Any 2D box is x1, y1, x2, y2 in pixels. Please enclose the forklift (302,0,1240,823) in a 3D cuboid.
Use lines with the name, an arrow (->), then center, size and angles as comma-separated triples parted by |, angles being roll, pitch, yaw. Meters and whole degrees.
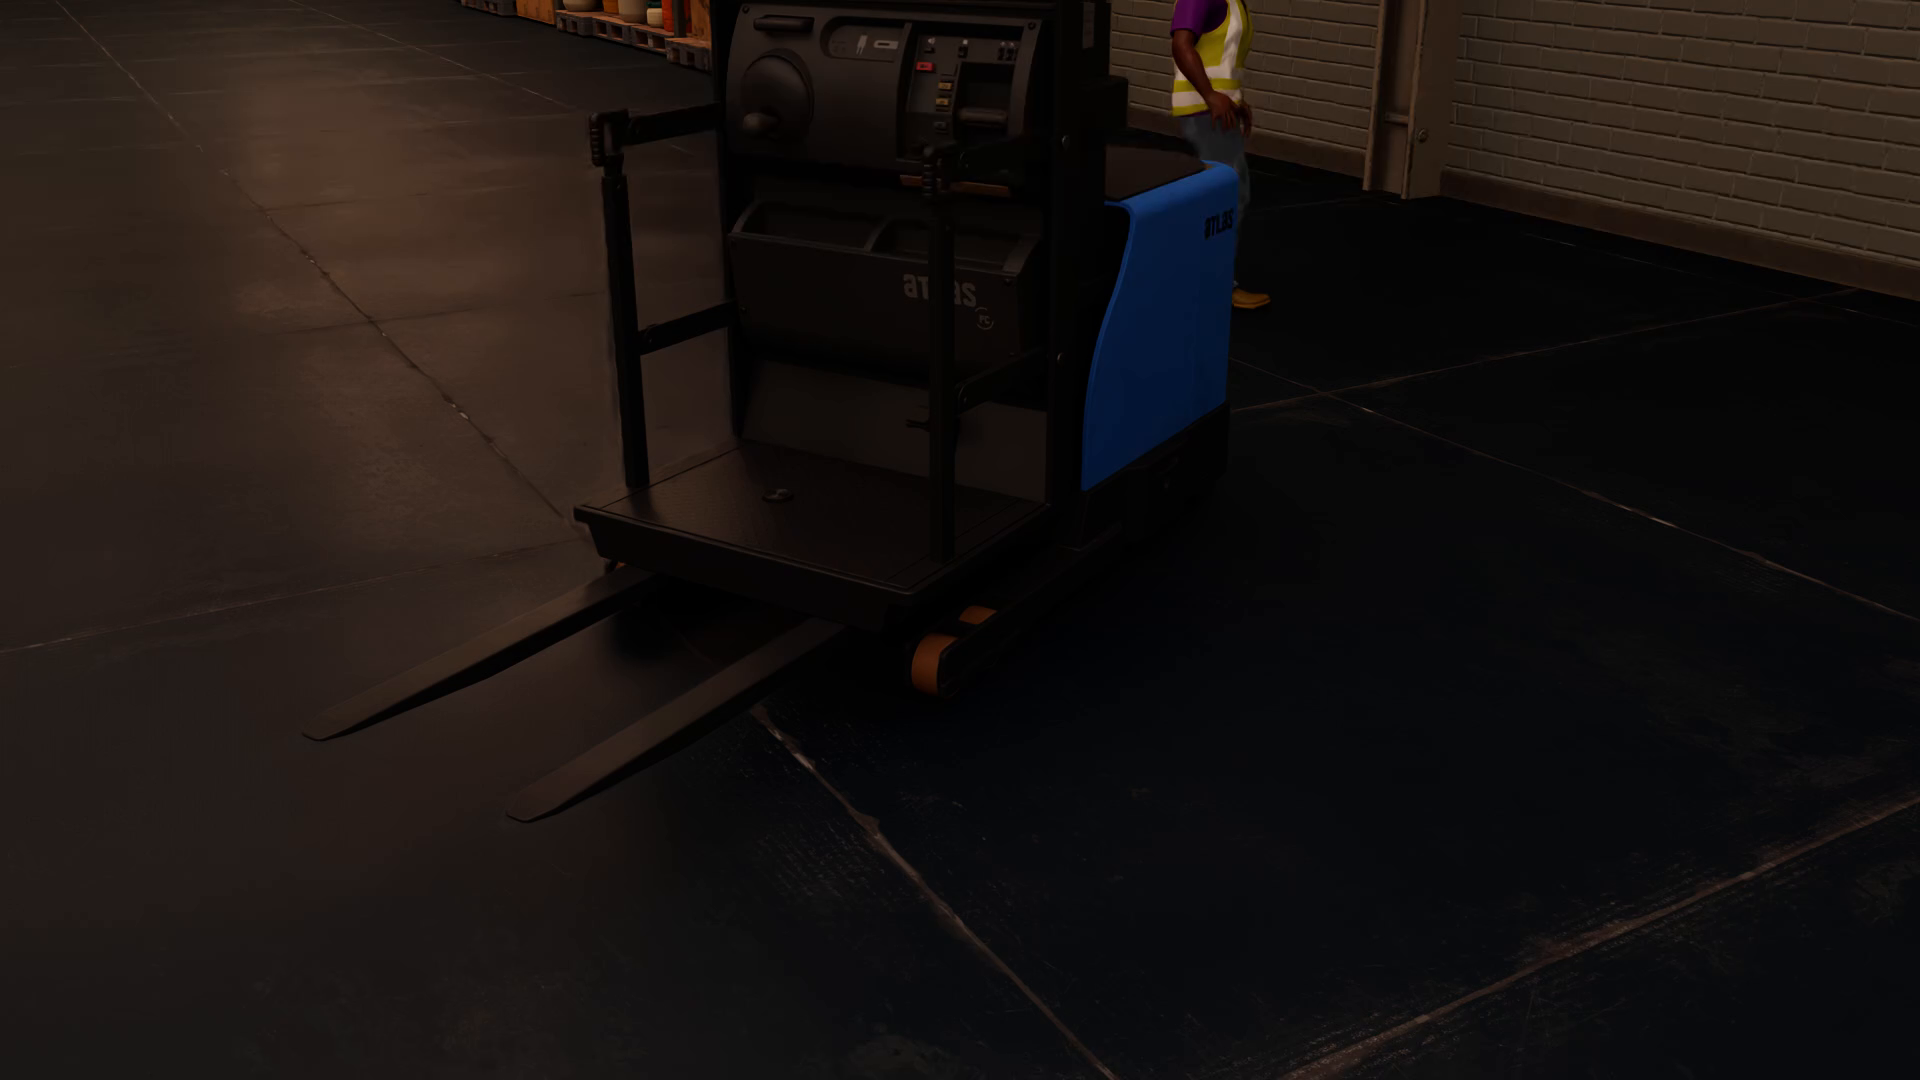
forklift -> -0.323, -1.159, 4.099 | 1.130, 2.935, 3.031 | 13, 26, 29

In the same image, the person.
person -> 1.223, -1.961, 7.625 | 0.519, 1.739, 0.785 | 4, 23, 10
